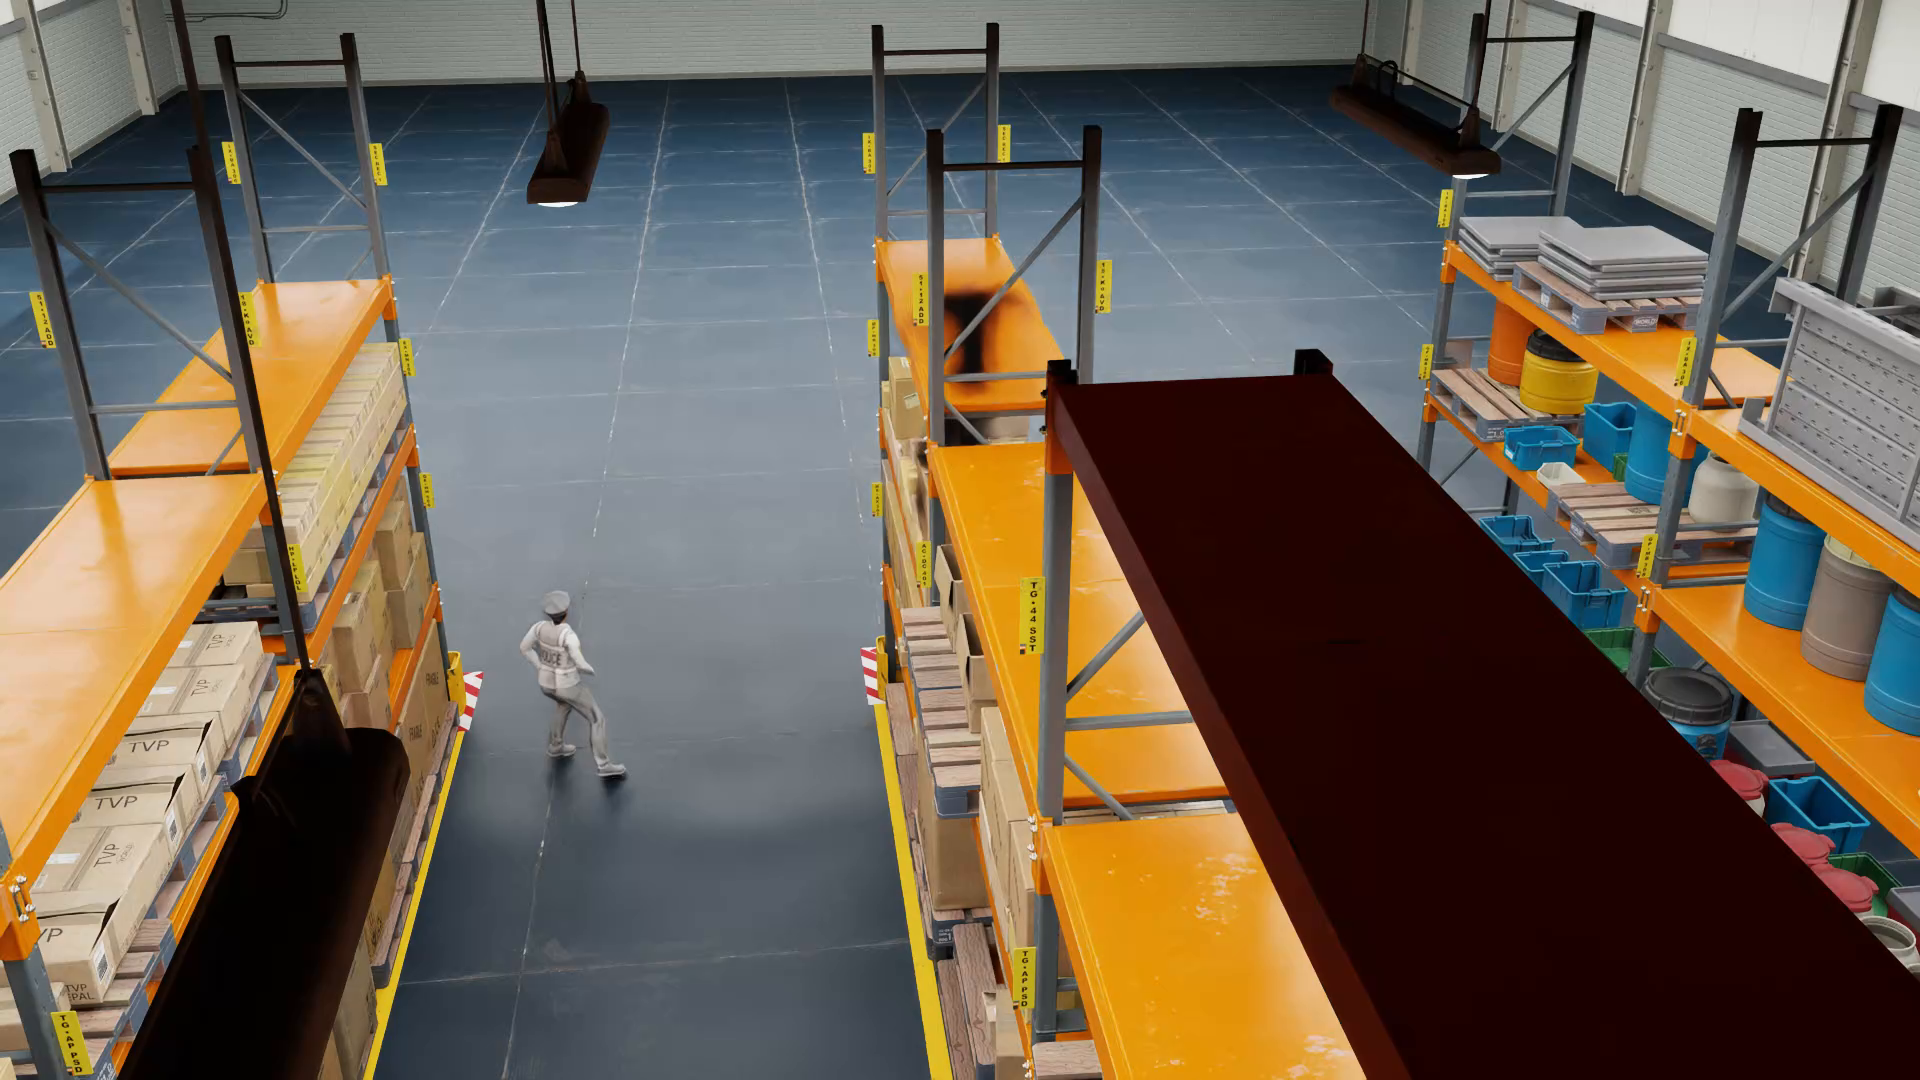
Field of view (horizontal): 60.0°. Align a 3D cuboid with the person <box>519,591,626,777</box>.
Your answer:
[{"bbox_3d":[-3.284,1.212,14.138,0.895,1.619,0.448,15,29,28],"label":"person"}]
